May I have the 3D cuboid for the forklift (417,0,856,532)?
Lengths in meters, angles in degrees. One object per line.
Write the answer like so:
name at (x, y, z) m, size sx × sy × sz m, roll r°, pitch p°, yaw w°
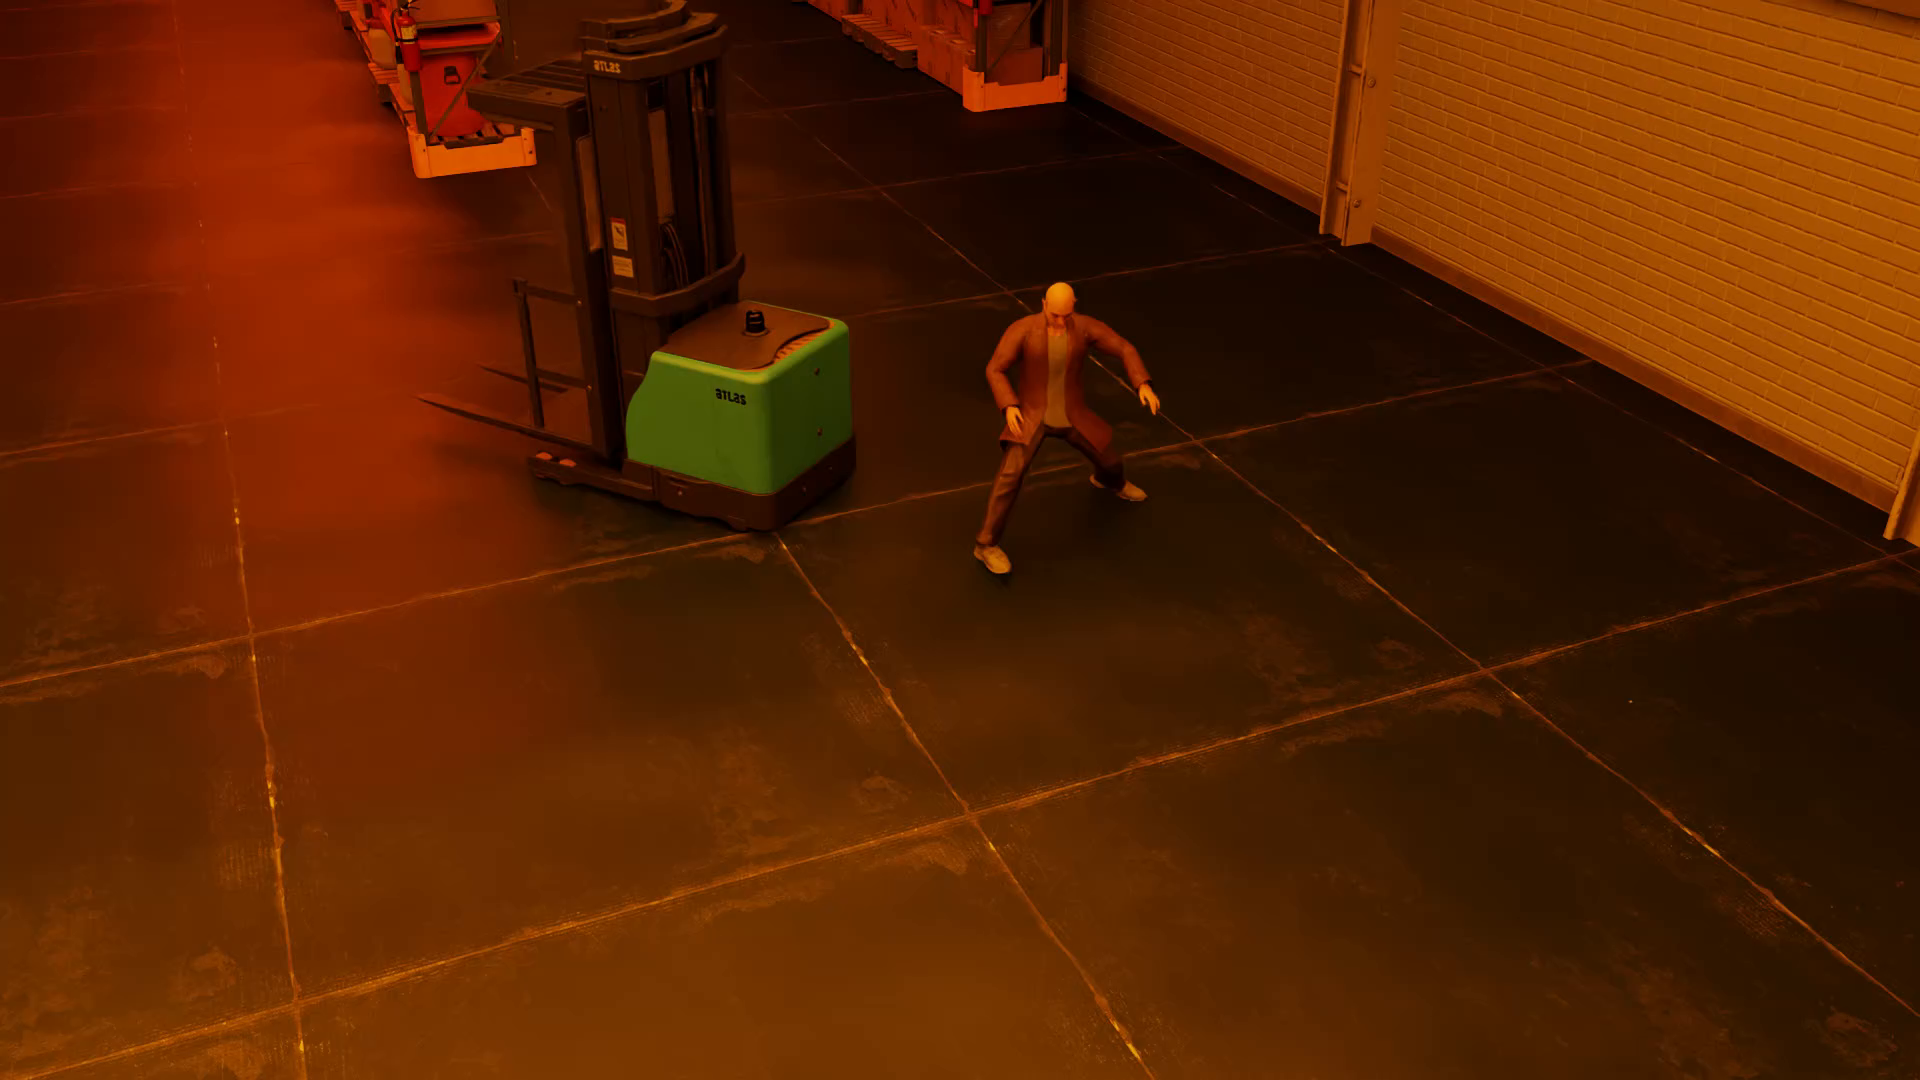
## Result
forklift at (-2.213, -1.838, 10.334) m, size 3.031 × 2.935 × 1.130 m, roll 15°, pitch 33°, yaw 25°

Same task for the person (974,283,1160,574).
person at (0.642, -0.728, 9.777) m, size 1.197 × 1.586 × 1.055 m, roll -4°, pitch 30°, yaw -8°
